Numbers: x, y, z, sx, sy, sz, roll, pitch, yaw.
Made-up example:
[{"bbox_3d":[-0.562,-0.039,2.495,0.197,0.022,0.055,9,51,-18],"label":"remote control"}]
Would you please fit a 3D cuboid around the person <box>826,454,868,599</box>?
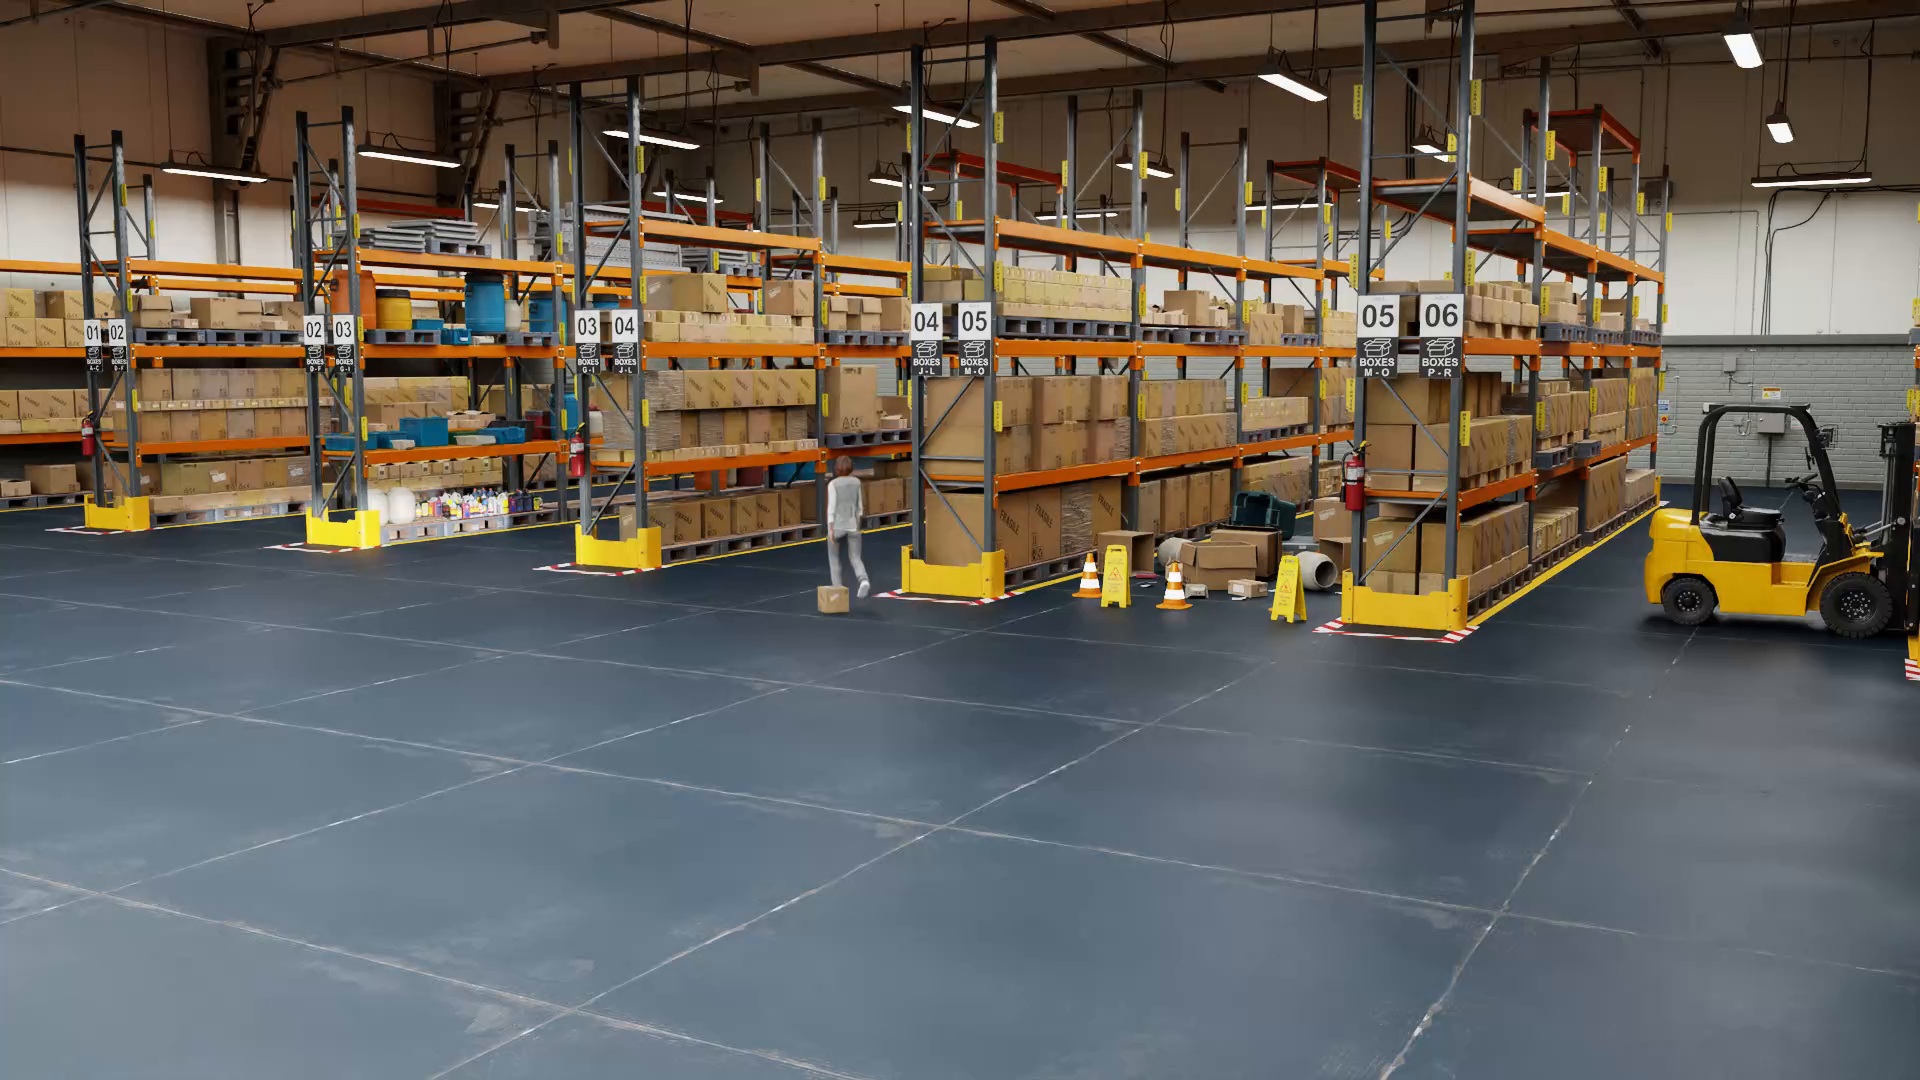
[{"bbox_3d":[-1.204,-0.114,17.474,0.413,1.567,0.750,-2,7,-22],"label":"person"}]
